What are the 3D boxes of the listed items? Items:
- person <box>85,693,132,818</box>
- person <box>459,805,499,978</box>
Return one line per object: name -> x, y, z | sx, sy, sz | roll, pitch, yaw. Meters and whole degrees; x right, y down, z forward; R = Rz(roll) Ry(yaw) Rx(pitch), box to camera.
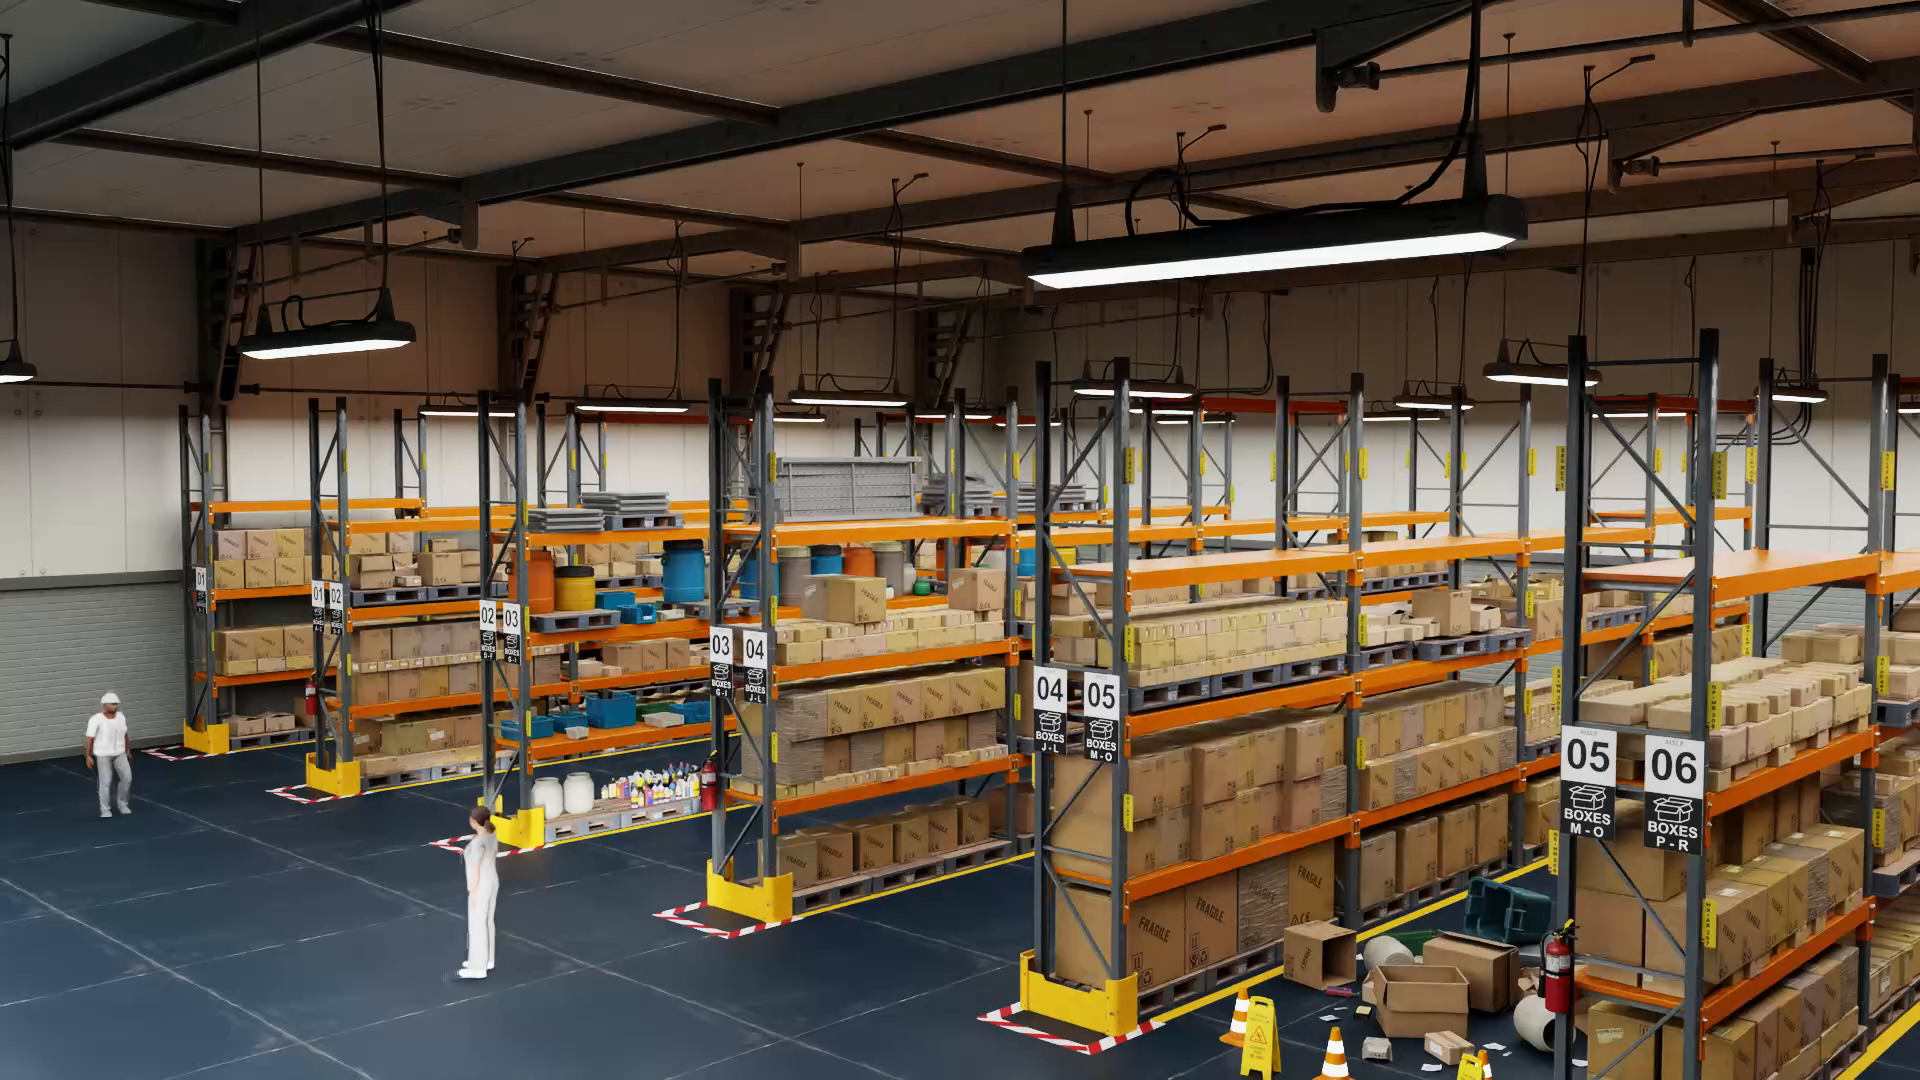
person -> -12.070, 3.058, 23.608 | 0.391, 1.779, 0.665 | 2, 4, 33
person -> -4.768, 3.450, 16.450 | 0.418, 1.679, 0.487 | 0, 3, 6
